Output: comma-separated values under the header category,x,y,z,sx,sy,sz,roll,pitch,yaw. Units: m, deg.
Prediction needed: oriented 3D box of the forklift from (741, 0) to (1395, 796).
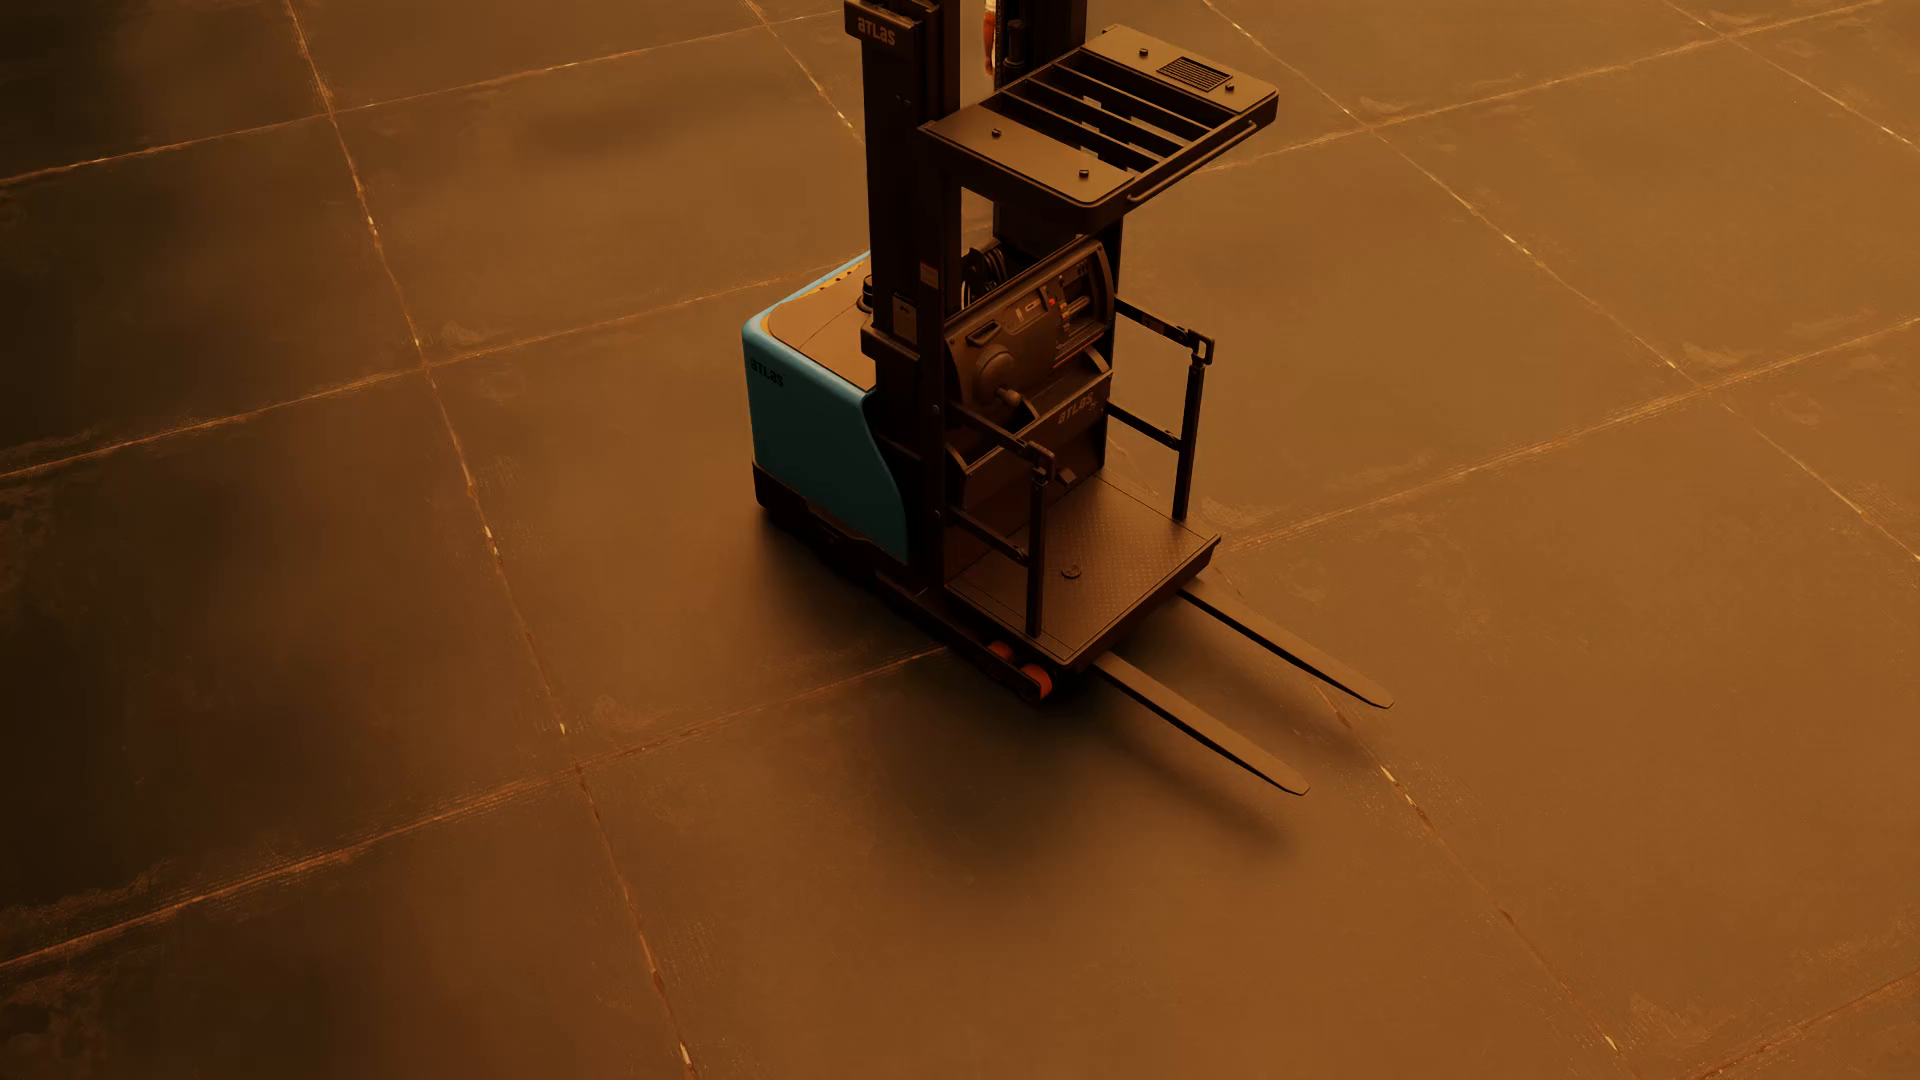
category,x,y,z,sx,sy,sz,roll,pitch,yaw
forklift,0.445,-0.788,6.525,3.031,2.935,1.130,32,52,30

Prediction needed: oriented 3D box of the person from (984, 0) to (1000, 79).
category,x,y,z,sx,sy,sz,roll,pitch,yaw
person,0.413,-2.773,9.581,0.547,1.666,0.473,6,43,6
